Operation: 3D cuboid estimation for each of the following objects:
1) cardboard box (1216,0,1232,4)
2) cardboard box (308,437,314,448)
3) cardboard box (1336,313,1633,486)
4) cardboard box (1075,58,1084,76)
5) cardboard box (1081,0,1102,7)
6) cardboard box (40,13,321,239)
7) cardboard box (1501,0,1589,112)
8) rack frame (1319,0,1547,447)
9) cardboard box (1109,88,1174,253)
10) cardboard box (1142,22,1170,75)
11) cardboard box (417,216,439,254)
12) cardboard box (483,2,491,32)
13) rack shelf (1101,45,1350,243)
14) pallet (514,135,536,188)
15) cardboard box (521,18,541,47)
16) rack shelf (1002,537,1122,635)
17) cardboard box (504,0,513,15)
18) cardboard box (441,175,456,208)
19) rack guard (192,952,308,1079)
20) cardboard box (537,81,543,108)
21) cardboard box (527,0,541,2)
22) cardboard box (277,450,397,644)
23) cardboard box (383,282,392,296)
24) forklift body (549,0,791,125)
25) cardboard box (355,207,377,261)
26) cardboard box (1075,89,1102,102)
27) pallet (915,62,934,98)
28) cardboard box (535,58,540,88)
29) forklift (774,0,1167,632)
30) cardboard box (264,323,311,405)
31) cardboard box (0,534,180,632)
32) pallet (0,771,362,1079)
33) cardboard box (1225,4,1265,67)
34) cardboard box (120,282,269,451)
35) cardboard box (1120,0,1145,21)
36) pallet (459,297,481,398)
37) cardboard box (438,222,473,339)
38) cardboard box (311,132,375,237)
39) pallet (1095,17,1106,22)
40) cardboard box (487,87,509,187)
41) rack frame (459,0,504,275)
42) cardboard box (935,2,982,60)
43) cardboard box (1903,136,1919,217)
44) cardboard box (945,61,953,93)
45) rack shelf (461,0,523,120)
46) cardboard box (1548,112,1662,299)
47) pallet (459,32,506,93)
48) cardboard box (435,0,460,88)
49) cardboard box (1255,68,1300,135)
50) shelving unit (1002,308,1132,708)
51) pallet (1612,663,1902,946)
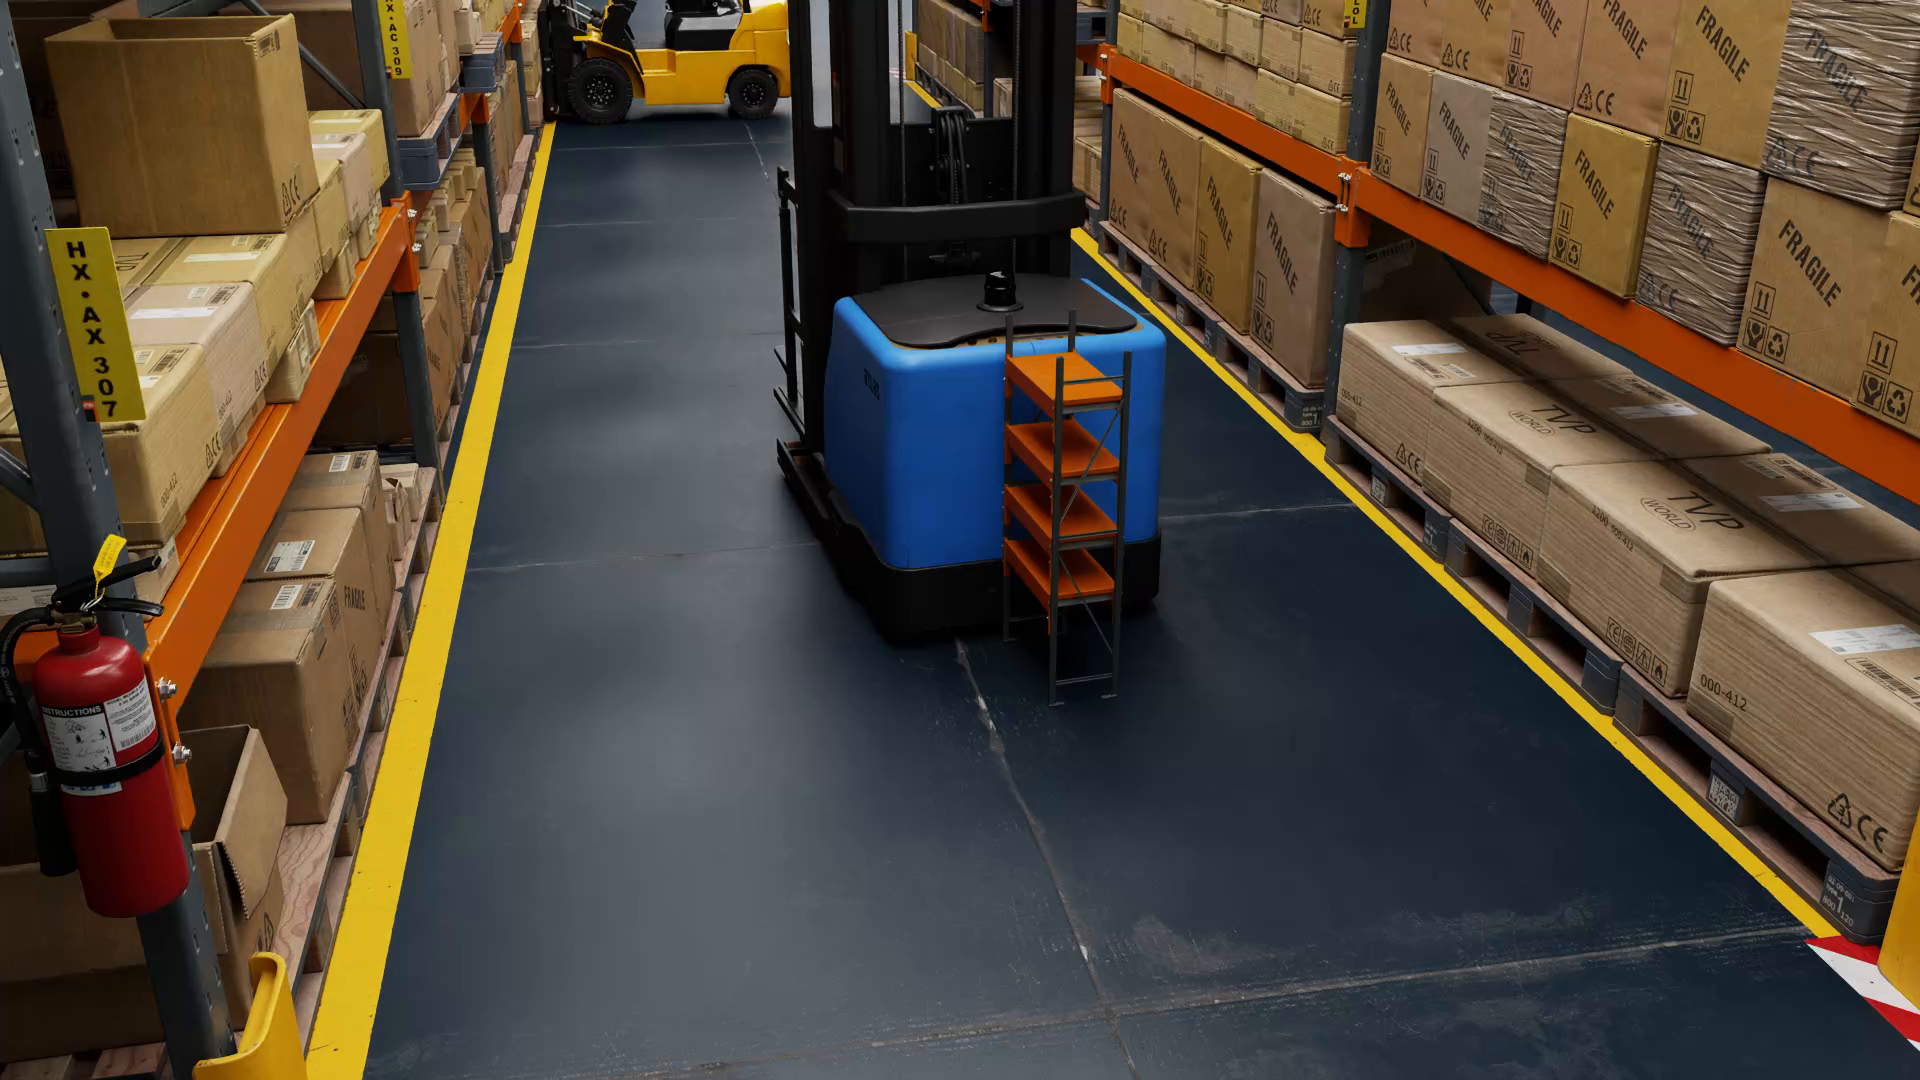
[{"bbox_3d":[1.574,-3.120,8.773,0.500,0.500,0.500,-4,24,-9],"label":"cardboard box"},{"bbox_3d":[-3.068,-0.702,7.209,0.500,0.500,0.500,-4,24,-10],"label":"cardboard box"},{"bbox_3d":[2.202,-0.616,7.090,0.875,0.438,0.875,-5,24,-11],"label":"cardboard box"},{"bbox_3d":[0.868,-4.528,15.343,0.500,0.500,0.500,-3,24,-7],"label":"cardboard box"},{"bbox_3d":[1.039,-3.715,11.298,0.380,0.149,0.250,-4,24,-9],"label":"cardboard box"},{"bbox_3d":[-2.044,-1.110,4.423,0.500,0.500,0.500,-4,24,-8],"label":"cardboard box"},{"bbox_3d":[2.212,-1.750,5.635,0.500,0.500,0.500,-4,24,-9],"label":"cardboard box"},{"bbox_3d":[2.191,-1.853,7.245,1.000,3.000,0.127,-4,24,-10],"label":"rack frame"},{"bbox_3d":[1.497,-2.367,10.552,0.875,0.875,0.875,-5,24,-10],"label":"cardboard box"},{"bbox_3d":[1.407,-2.946,9.934,0.500,0.250,0.500,-5,24,-11],"label":"cardboard box"},{"bbox_3d":[-2.794,-1.498,8.220,0.380,0.149,0.250,-3,24,-8],"label":"cardboard box"},{"bbox_3d":[-3.356,-3.380,10.928,0.500,0.250,0.500,-5,24,-11],"label":"cardboard box"},{"bbox_3d":[1.821,-2.310,9.190,1.077,0.370,4.000,-4,24,-10],"label":"rack shelf"},{"bbox_3d":[-3.991,-3.066,13.506,1.003,0.211,1.213,-4,24,-10],"label":"pallet"},{"bbox_3d":[-4.135,-4.632,15.269,0.500,0.250,0.500,-3,24,-8],"label":"cardboard box"},{"bbox_3d":[0.337,0.136,5.603,0.258,0.148,0.480,-7,25,-15],"label":"rack shelf"},{"bbox_3d":[-3.717,-4.186,12.774,0.500,0.250,0.500,-4,24,-10],"label":"cardboard box"},{"bbox_3d":[-2.995,-1.907,9.157,0.380,0.149,0.250,-4,24,-8],"label":"cardboard box"},{"bbox_3d":[-1.961,1.205,3.367,1.175,0.500,0.348,-4,24,-10],"label":"rack guard"},{"bbox_3d":[-4.039,-3.977,15.018,0.500,0.250,0.500,-5,24,-11],"label":"cardboard box"},{"bbox_3d":[-4.514,-5.437,17.112,0.500,0.250,0.500,-4,24,-8],"label":"cardboard box"},{"bbox_3d":[-2.278,0.047,5.492,0.700,0.500,0.500,-5,24,-12],"label":"cardboard box"},{"bbox_3d":[-2.551,-1.121,6.985,0.380,0.149,0.250,-5,24,-11],"label":"cardboard box"},{"bbox_3d":[-2.762,-5.204,15.979,2.313,2.155,1.214,-4,24,-10],"label":"forklift body"},{"bbox_3d":[-2.238,-1.061,5.745,0.380,0.149,0.250,-4,24,-8],"label":"cardboard box"},{"bbox_3d":[0.947,-3.499,13.773,0.950,0.372,0.625,-3,24,-6],"label":"cardboard box"},{"bbox_3d":[0.102,-4.943,17.804,1.003,0.211,1.213,-4,24,-10],"label":"pallet"},{"bbox_3d":[-4.047,-4.203,14.913,0.500,0.250,0.500,-4,24,-10],"label":"cardboard box"},{"bbox_3d":[-0.179,-1.583,6.712,1.130,2.935,3.031,-7,25,-15],"label":"forklift"},{"bbox_3d":[-1.927,-0.456,4.359,0.380,0.149,0.250,-5,24,-11],"label":"cardboard box"},{"bbox_3d":[-1.738,0.055,3.191,0.380,0.149,0.250,-4,24,-10],"label":"cardboard box"},{"bbox_3d":[-2.109,1.024,4.142,1.003,0.211,1.213,-4,24,-10],"label":"pallet"},{"bbox_3d":[1.669,-2.568,8.445,0.500,0.250,0.500,-4,24,-8],"label":"cardboard box"},{"bbox_3d":[-1.859,-0.375,3.677,0.500,0.250,0.500,-4,24,-9],"label":"cardboard box"},{"bbox_3d":[1.302,-3.369,10.279,0.500,0.250,0.500,-4,24,-10],"label":"cardboard box"},{"bbox_3d":[-3.103,-1.004,8.786,1.003,0.211,1.213,-4,24,-10],"label":"pallet"},{"bbox_3d":[-2.841,-1.348,8.687,0.500,0.500,0.500,-5,24,-12],"label":"cardboard box"},{"bbox_3d":[-2.245,-1.173,5.505,0.500,0.250,0.500,-4,24,-10],"label":"cardboard box"},{"bbox_3d":[1.045,-4.114,12.661,1.003,0.211,1.213,-4,24,-10],"label":"pallet"},{"bbox_3d":[-3.781,-2.929,12.151,0.875,0.625,0.625,-5,24,-12],"label":"cardboard box"},{"bbox_3d":[-3.426,-3.057,10.003,1.000,3.000,0.127,-4,24,-10],"label":"rack frame"},{"bbox_3d":[0.040,-5.099,16.650,0.500,0.500,0.500,-4,24,-9],"label":"cardboard box"},{"bbox_3d":[2.608,-0.956,3.816,0.500,0.500,0.500,-4,24,-8],"label":"cardboard box"},{"bbox_3d":[0.140,-4.554,16.339,0.500,0.250,0.500,-4,24,-9],"label":"cardboard box"},{"bbox_3d":[-3.796,-3.514,11.948,1.077,0.370,4.000,-4,24,-10],"label":"rack shelf"},{"bbox_3d":[2.290,-1.098,5.391,0.500,0.500,0.500,-4,24,-8],"label":"cardboard box"},{"bbox_3d":[-3.232,-2.708,9.443,1.213,0.211,1.003,-4,24,-10],"label":"pallet"},{"bbox_3d":[-2.797,-2.442,7.943,0.700,0.500,0.500,-4,24,-10],"label":"cardboard box"},{"bbox_3d":[1.767,-2.142,8.095,0.500,0.250,0.500,-5,24,-10],"label":"cardboard box"},{"bbox_3d":[0.337,-0.107,5.497,0.258,1.200,0.503,-7,25,-15],"label":"shelving unit"},{"bbox_3d":[2.706,0.690,4.907,1.003,0.211,1.213,-4,24,-10],"label":"pallet"}]
